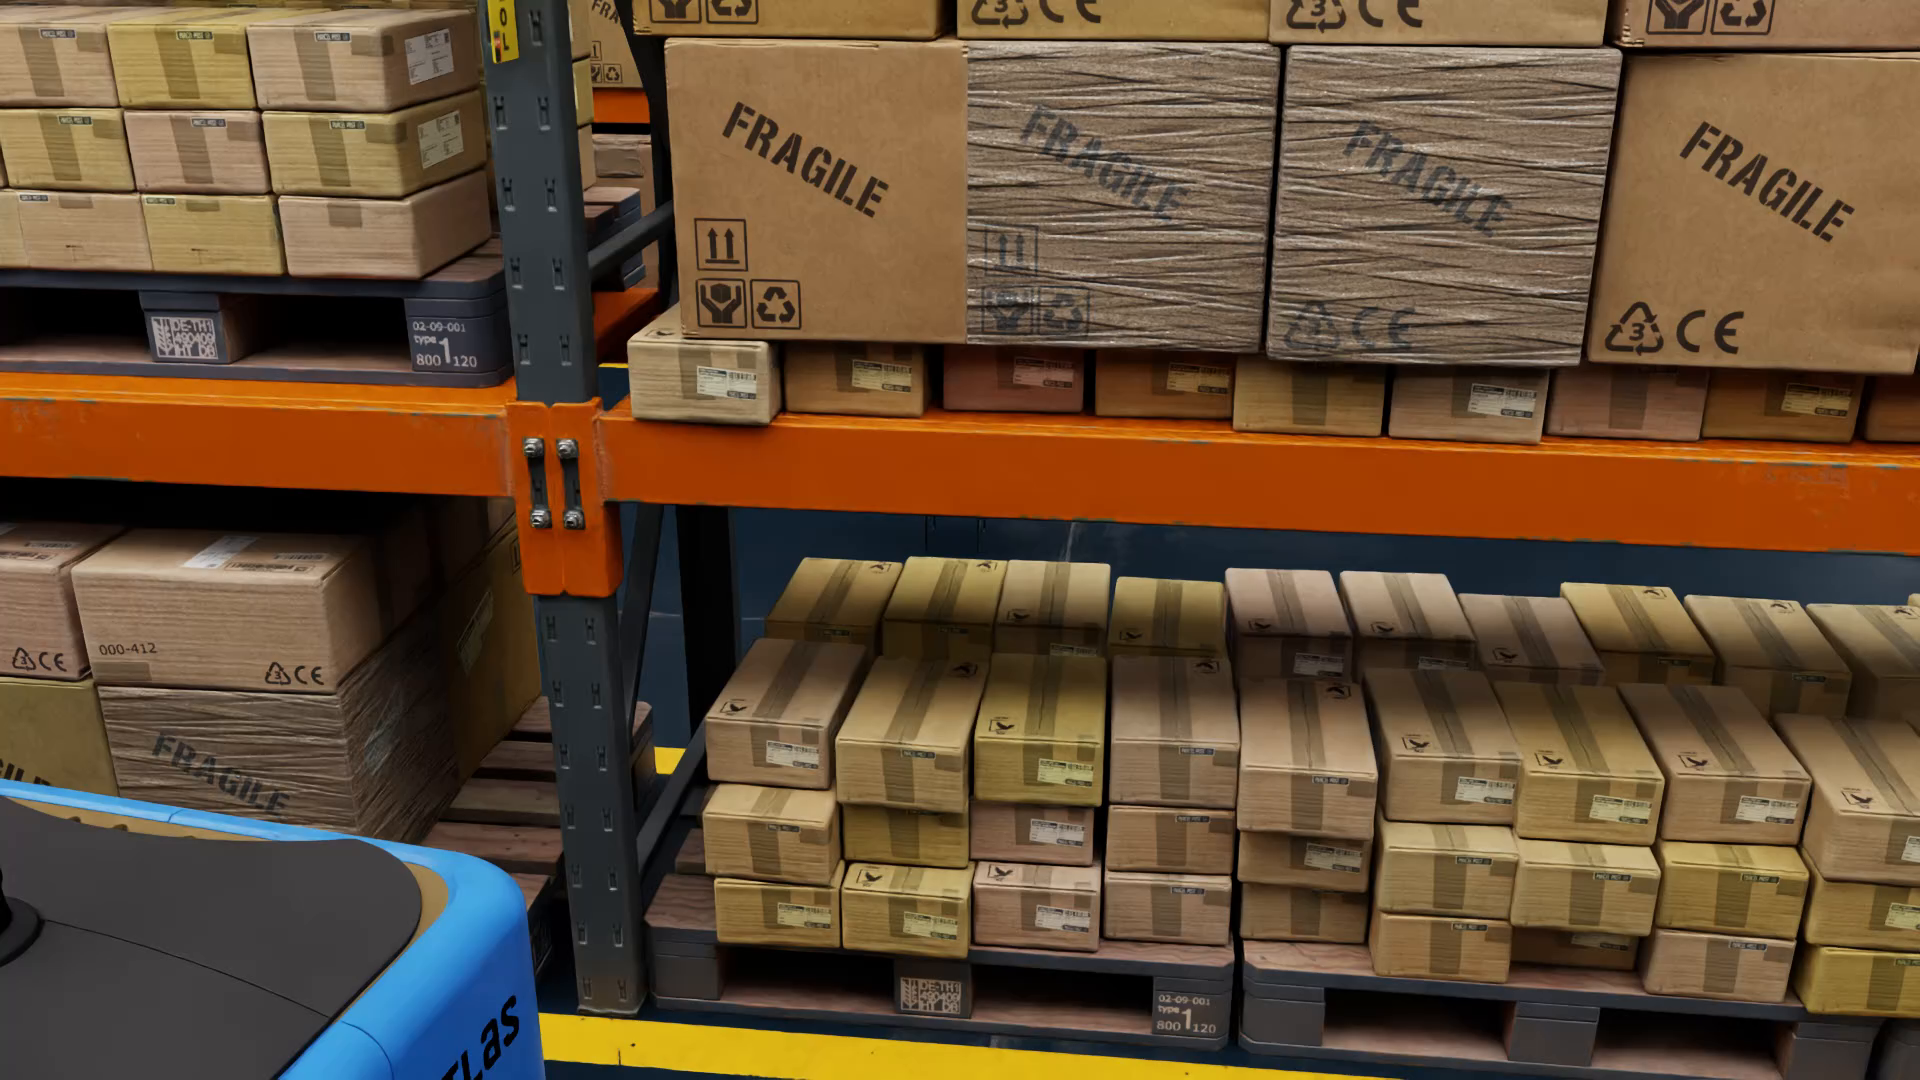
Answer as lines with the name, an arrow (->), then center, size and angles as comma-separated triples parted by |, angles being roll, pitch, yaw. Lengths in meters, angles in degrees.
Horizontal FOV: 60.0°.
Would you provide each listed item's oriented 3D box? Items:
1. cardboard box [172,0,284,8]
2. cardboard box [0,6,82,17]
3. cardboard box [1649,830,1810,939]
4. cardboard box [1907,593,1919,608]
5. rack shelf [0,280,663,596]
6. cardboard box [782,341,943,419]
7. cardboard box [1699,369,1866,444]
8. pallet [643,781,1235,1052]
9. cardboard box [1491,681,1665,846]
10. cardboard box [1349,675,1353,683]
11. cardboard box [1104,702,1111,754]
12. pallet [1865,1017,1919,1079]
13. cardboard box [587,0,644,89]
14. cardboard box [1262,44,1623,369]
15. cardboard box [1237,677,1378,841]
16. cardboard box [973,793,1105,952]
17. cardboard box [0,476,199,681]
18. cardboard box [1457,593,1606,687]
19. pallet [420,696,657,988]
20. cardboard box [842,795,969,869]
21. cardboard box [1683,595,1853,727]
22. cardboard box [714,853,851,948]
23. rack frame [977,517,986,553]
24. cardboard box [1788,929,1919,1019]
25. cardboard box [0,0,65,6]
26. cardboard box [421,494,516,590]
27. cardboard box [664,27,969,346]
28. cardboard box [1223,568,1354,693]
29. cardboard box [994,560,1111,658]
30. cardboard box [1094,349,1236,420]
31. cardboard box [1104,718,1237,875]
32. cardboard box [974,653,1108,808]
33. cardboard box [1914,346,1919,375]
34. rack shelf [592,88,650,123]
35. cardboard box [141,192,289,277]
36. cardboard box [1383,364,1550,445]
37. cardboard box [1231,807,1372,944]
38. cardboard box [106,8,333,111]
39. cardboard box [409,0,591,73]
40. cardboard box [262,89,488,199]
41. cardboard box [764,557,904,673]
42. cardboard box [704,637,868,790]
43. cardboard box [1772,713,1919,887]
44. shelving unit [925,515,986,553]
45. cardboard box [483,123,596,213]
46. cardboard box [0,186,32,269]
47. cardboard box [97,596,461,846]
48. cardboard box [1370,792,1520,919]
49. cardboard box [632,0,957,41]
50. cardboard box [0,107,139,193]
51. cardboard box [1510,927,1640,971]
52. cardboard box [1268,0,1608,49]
cardboard box -> -1.540, -1.152, 3.735 | 0.250, 0.149, 0.380 | 3, 22, 7
cardboard box -> -1.876, -0.926, 3.163 | 0.250, 0.149, 0.380 | 2, 22, 6
cardboard box -> 1.459, 0.599, 3.246 | 0.250, 0.149, 0.380 | 4, 22, 9
cardboard box -> 2.298, 0.264, 3.688 | 0.250, 0.149, 0.380 | 2, 22, 6
rack shelf -> -2.657, -0.342, 3.704 | 4.000, 0.370, 1.077 | 2, 22, 6
cardboard box -> -0.163, -0.357, 3.106 | 0.250, 0.149, 0.380 | 3, 22, 8
cardboard box -> 1.410, -0.304, 2.972 | 0.250, 0.149, 0.380 | 3, 22, 7
pallet -> 0.000, 0.723, 3.824 | 1.213, 0.211, 1.003 | 2, 22, 6
cardboard box -> 1.196, 0.431, 3.266 | 0.250, 0.149, 0.380 | 3, 22, 7
cardboard box -> 0.974, 0.381, 3.797 | 0.250, 0.149, 0.380 | 1, 22, 4
cardboard box -> 0.455, 0.359, 3.855 | 0.250, 0.149, 0.380 | 3, 22, 7
pallet -> 2.423, 0.828, 3.557 | 1.213, 0.211, 1.003 | 2, 22, 6
cardboard box -> -1.494, -2.408, 7.814 | 0.500, 0.500, 0.500 | 2, 22, 6
cardboard box -> 0.780, -0.608, 2.857 | 0.500, 0.500, 0.500 | 2, 22, 5
cardboard box -> 0.675, 0.425, 3.283 | 0.250, 0.149, 0.380 | 3, 22, 7
cardboard box -> 0.170, 0.677, 3.454 | 0.250, 0.149, 0.380 | 2, 22, 6
cardboard box -> -1.949, 0.061, 3.514 | 0.500, 0.250, 0.500 | 4, 22, 9
cardboard box -> 1.251, 0.264, 3.688 | 0.250, 0.149, 0.380 | 3, 22, 6
pallet -> -1.444, 0.674, 3.949 | 1.213, 0.211, 1.003 | 2, 22, 6
cardboard box -> -0.087, 0.513, 3.465 | 0.250, 0.149, 0.380 | 3, 22, 7
cardboard box -> 1.768, 0.268, 3.678 | 0.250, 0.149, 0.380 | 3, 22, 8
cardboard box -> -0.347, 0.673, 3.463 | 0.250, 0.149, 0.380 | 2, 22, 4
rack frame -> 0.076, -0.555, 5.711 | 0.006, 1.200, 0.240 | 2, 22, 6
cardboard box -> 1.727, 0.756, 3.255 | 0.250, 0.149, 0.380 | 2, 22, 4
cardboard box -> -2.042, -1.175, 3.792 | 0.250, 0.149, 0.380 | 2, 22, 6
cardboard box -> -1.374, -0.100, 3.922 | 0.500, 0.250, 0.500 | 2, 22, 4
cardboard box -> -0.209, -0.661, 2.992 | 0.500, 0.500, 0.500 | 2, 22, 5
cardboard box -> 0.748, 0.207, 3.835 | 0.250, 0.149, 0.380 | 1, 22, 4
cardboard box -> 0.220, 0.189, 3.879 | 0.250, 0.149, 0.380 | 2, 22, 6
cardboard box -> 0.377, -0.351, 3.090 | 0.250, 0.149, 0.380 | 2, 22, 4
cardboard box -> 0.427, 0.523, 3.439 | 0.250, 0.149, 0.380 | 1, 22, 4
cardboard box -> 0.170, 0.381, 3.394 | 0.250, 0.149, 0.380 | 2, 22, 6
cardboard box -> 1.809, -0.570, 2.761 | 0.500, 0.500, 0.500 | 3, 22, 6
rack shelf -> -1.973, -2.149, 8.273 | 4.000, 0.370, 1.077 | 2, 22, 6
cardboard box -> -1.347, -0.624, 3.210 | 0.250, 0.149, 0.380 | 3, 22, 7
cardboard box -> 0.885, -0.302, 2.966 | 0.250, 0.149, 0.380 | 3, 22, 9
cardboard box -> 0.699, 0.668, 3.476 | 0.250, 0.149, 0.380 | 2, 22, 4
cardboard box -> -1.359, -0.903, 3.104 | 0.250, 0.149, 0.380 | 2, 22, 5
cardboard box -> -1.008, -1.130, 3.680 | 0.250, 0.149, 0.380 | 4, 22, 9
cardboard box -> -1.089, -0.752, 3.128 | 0.250, 0.149, 0.380 | 3, 22, 8
cardboard box -> -0.287, 0.184, 3.891 | 0.250, 0.149, 0.380 | 3, 22, 8
cardboard box -> -0.353, 0.354, 3.461 | 0.250, 0.149, 0.380 | 3, 22, 8
cardboard box -> 1.708, 0.484, 3.133 | 0.250, 0.149, 0.380 | 3, 22, 8
shelving unit -> -0.014, -0.559, 5.721 | 0.189, 1.200, 0.258 | 2, 22, 6
cardboard box -> -1.008, -0.853, 3.789 | 0.250, 0.149, 0.380 | 1, 22, 4
cardboard box -> -1.843, -0.647, 3.267 | 0.250, 0.149, 0.380 | 1, 22, 4
cardboard box -> -1.435, 0.437, 3.583 | 0.500, 0.500, 0.500 | 2, 22, 5
cardboard box -> 0.941, 0.577, 3.301 | 0.250, 0.149, 0.380 | 2, 22, 6
cardboard box -> -0.251, -1.131, 2.821 | 0.500, 0.500, 0.500 | 3, 22, 8
cardboard box -> -1.597, -0.775, 3.186 | 0.250, 0.149, 0.380 | 3, 22, 9
cardboard box -> 1.216, 0.698, 3.400 | 0.250, 0.149, 0.380 | 3, 22, 8
cardboard box -> 0.762, -1.081, 2.695 | 0.500, 0.500, 0.500 | 3, 22, 7
